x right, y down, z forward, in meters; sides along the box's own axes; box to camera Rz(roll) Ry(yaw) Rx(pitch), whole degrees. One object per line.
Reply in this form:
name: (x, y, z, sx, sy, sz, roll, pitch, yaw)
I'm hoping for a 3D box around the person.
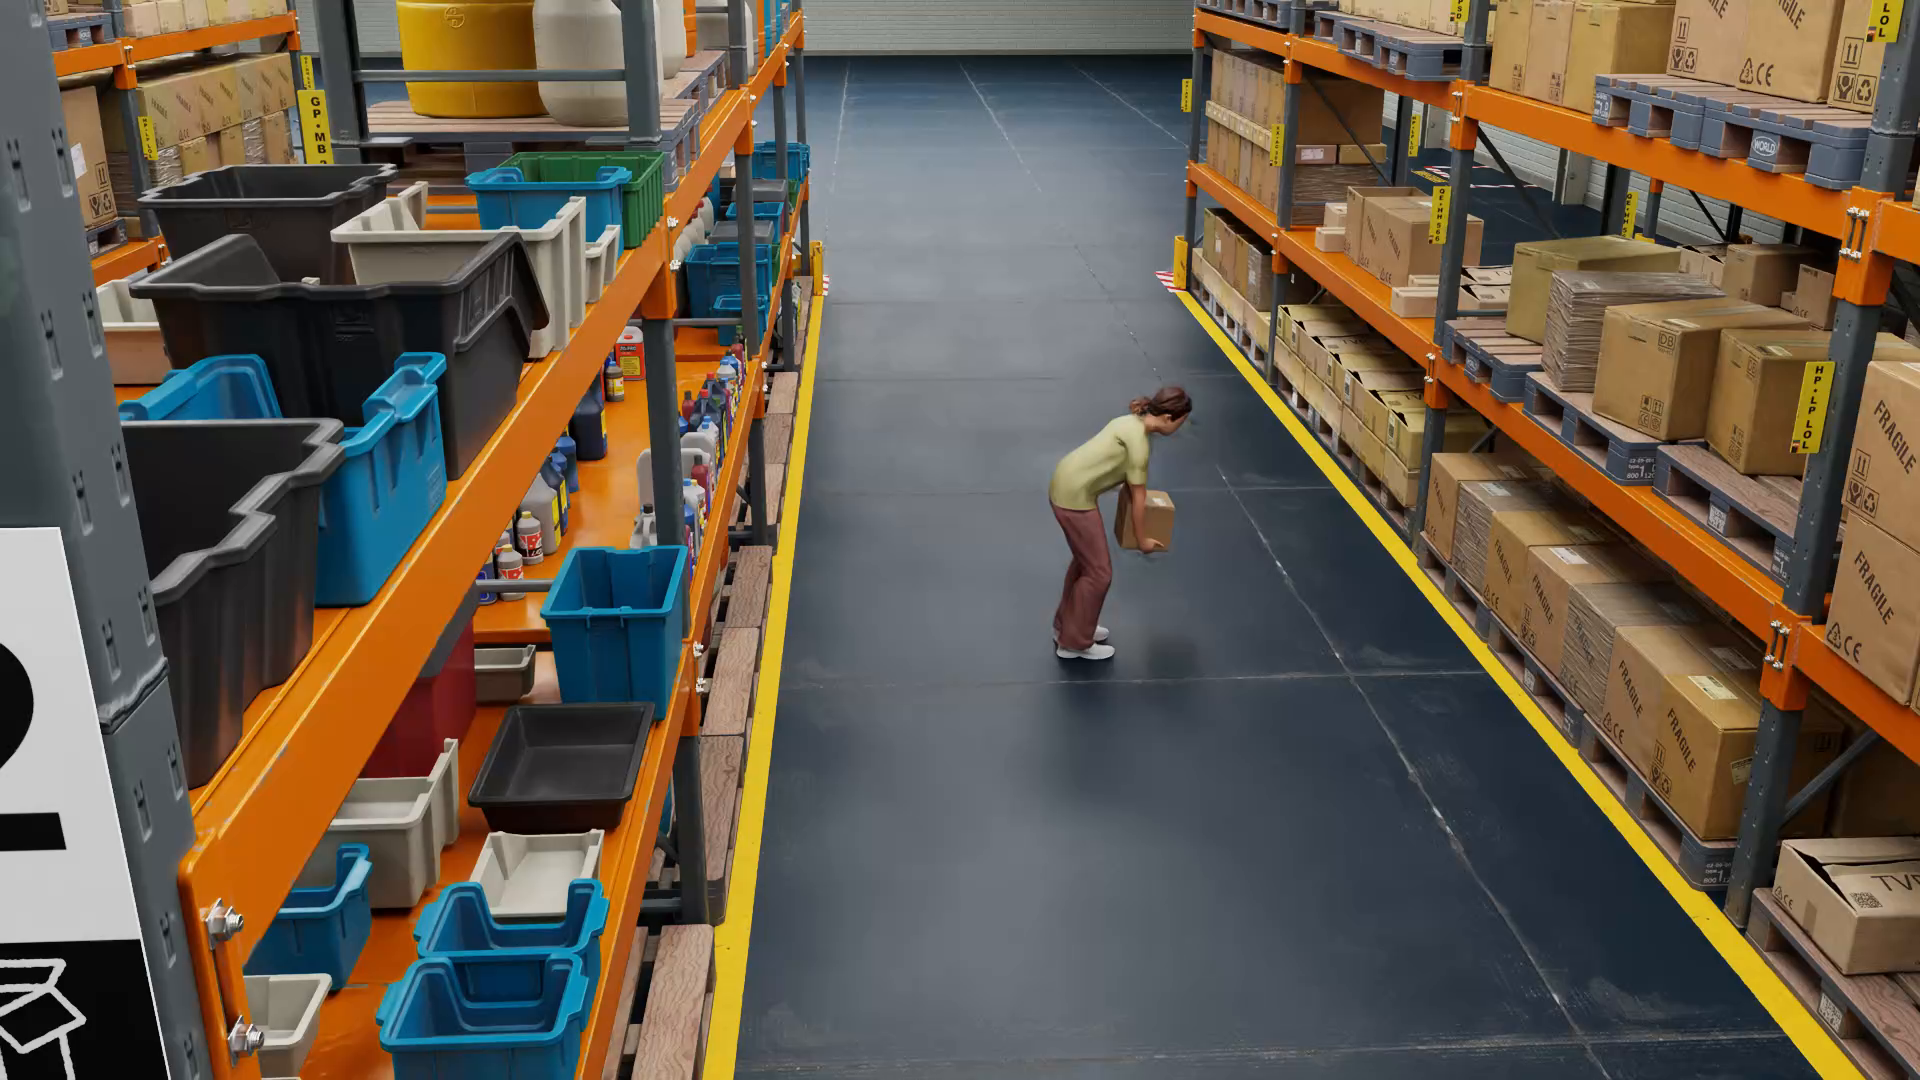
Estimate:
person: (0.824, -0.100, 8.685, 0.731, 1.445, 0.406, -2, 21, -4)
